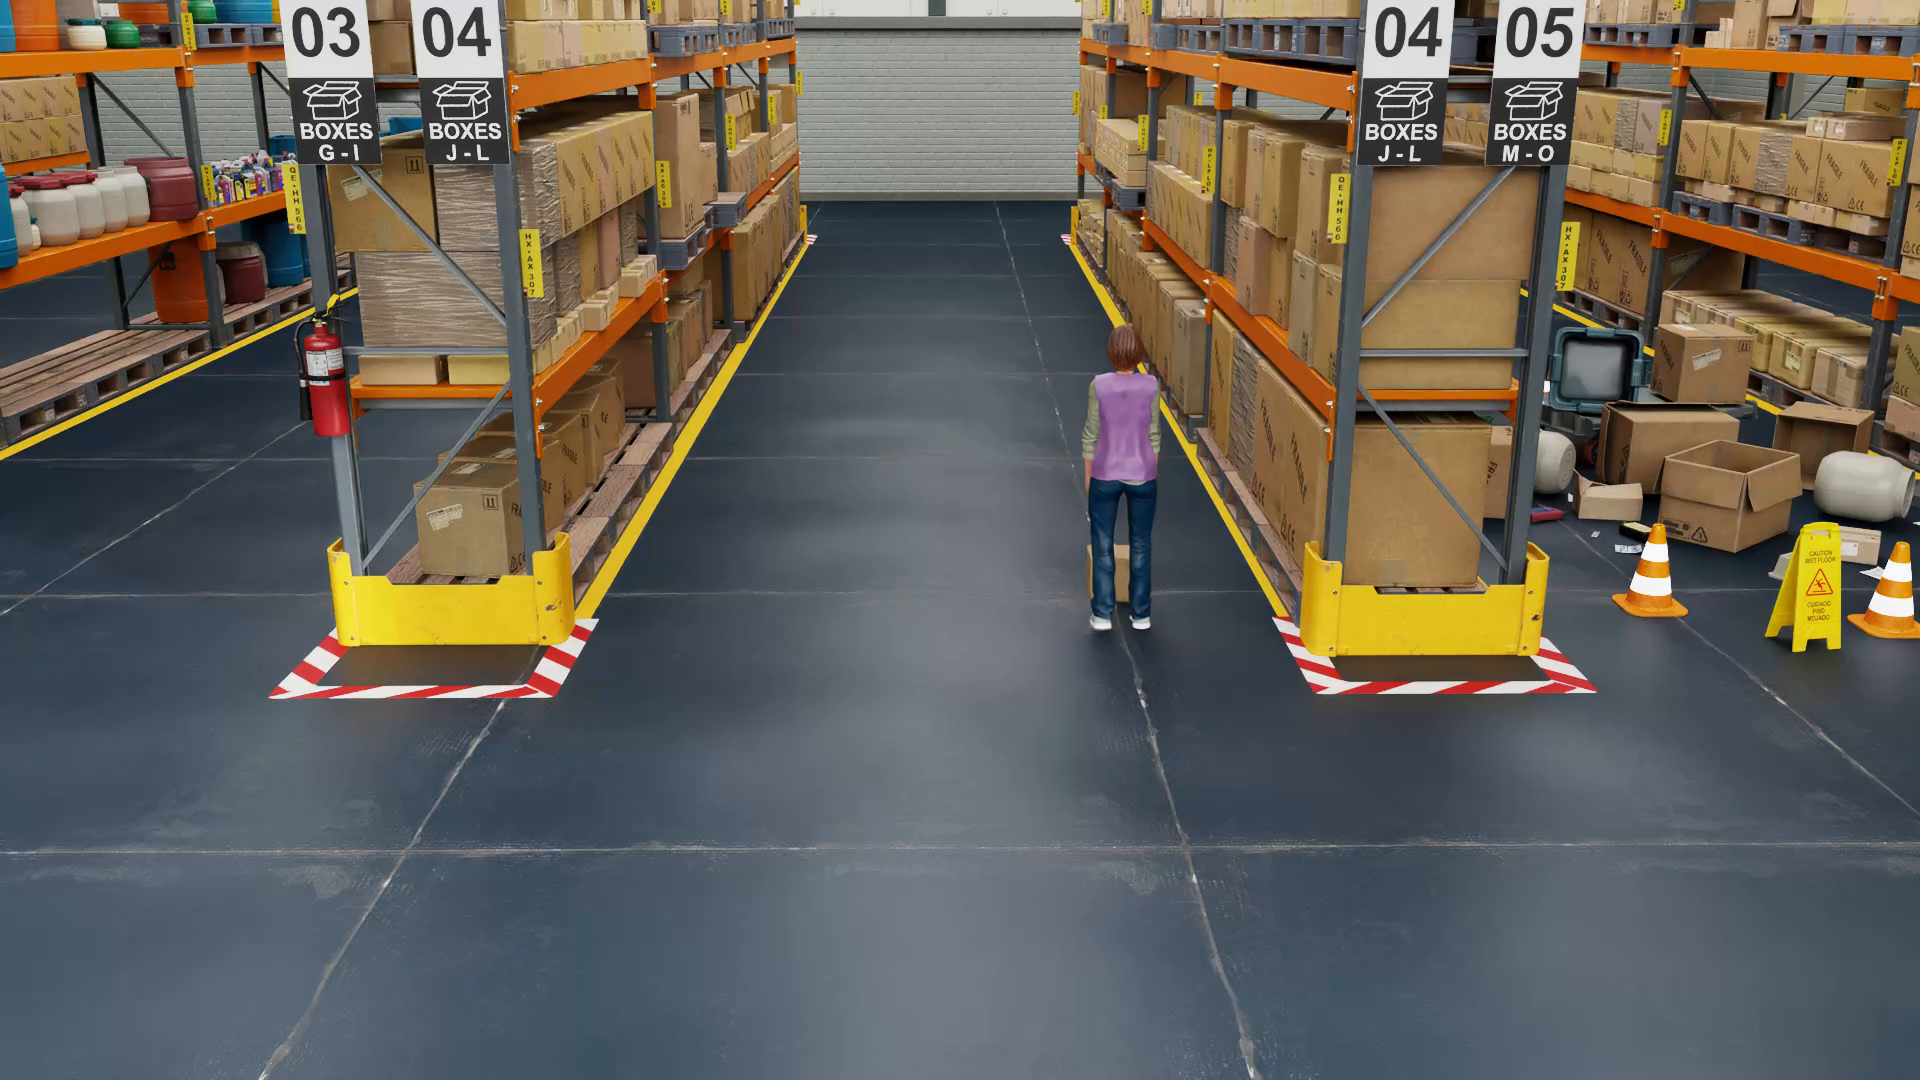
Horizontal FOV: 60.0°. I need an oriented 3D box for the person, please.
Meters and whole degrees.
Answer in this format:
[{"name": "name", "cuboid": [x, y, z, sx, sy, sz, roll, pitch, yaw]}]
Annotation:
[{"name": "person", "cuboid": [0.825, -0.306, 8.571, 0.407, 1.604, 0.303, 0, 17, 0]}]
